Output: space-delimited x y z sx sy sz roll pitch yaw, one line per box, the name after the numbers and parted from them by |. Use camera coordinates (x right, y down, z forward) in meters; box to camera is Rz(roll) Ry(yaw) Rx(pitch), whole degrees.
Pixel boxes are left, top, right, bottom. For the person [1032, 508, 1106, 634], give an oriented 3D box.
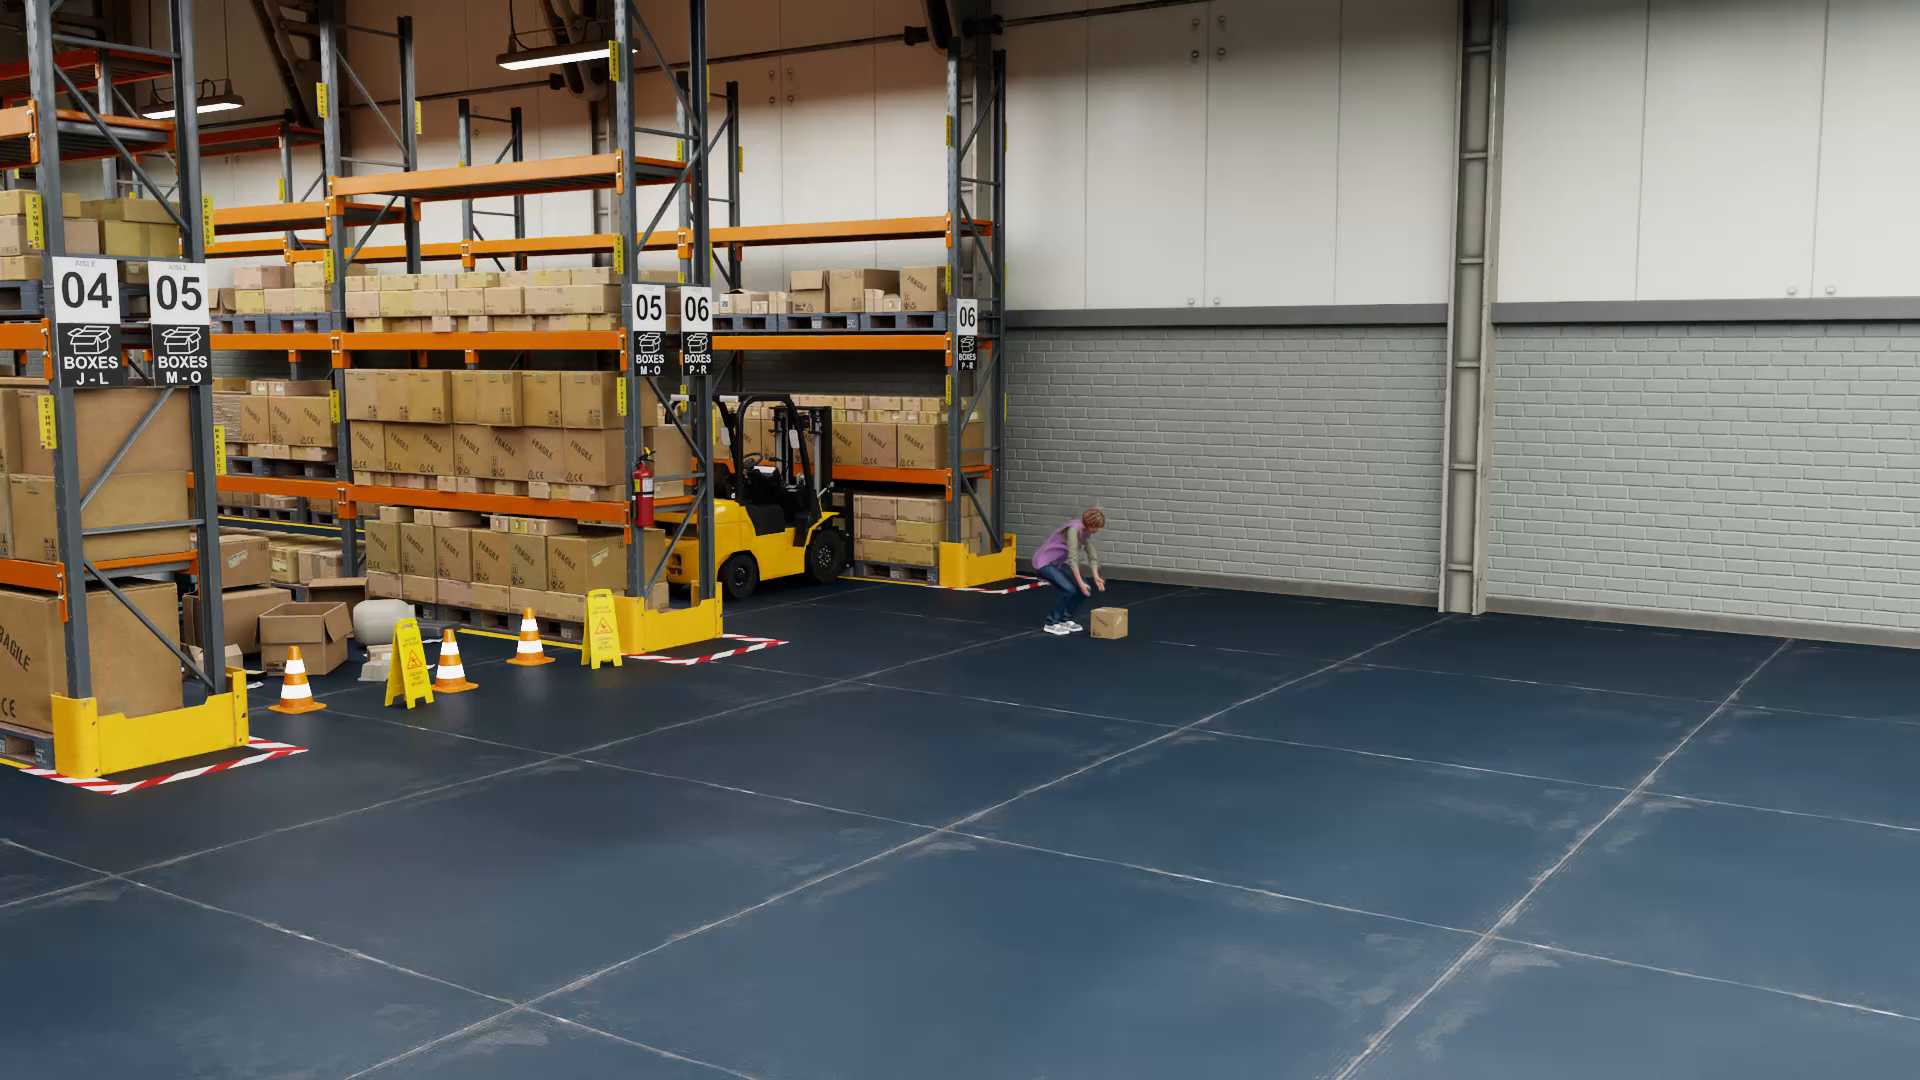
1.027 0.279 15.582 0.714 1.186 0.446 4 8 34 | person
